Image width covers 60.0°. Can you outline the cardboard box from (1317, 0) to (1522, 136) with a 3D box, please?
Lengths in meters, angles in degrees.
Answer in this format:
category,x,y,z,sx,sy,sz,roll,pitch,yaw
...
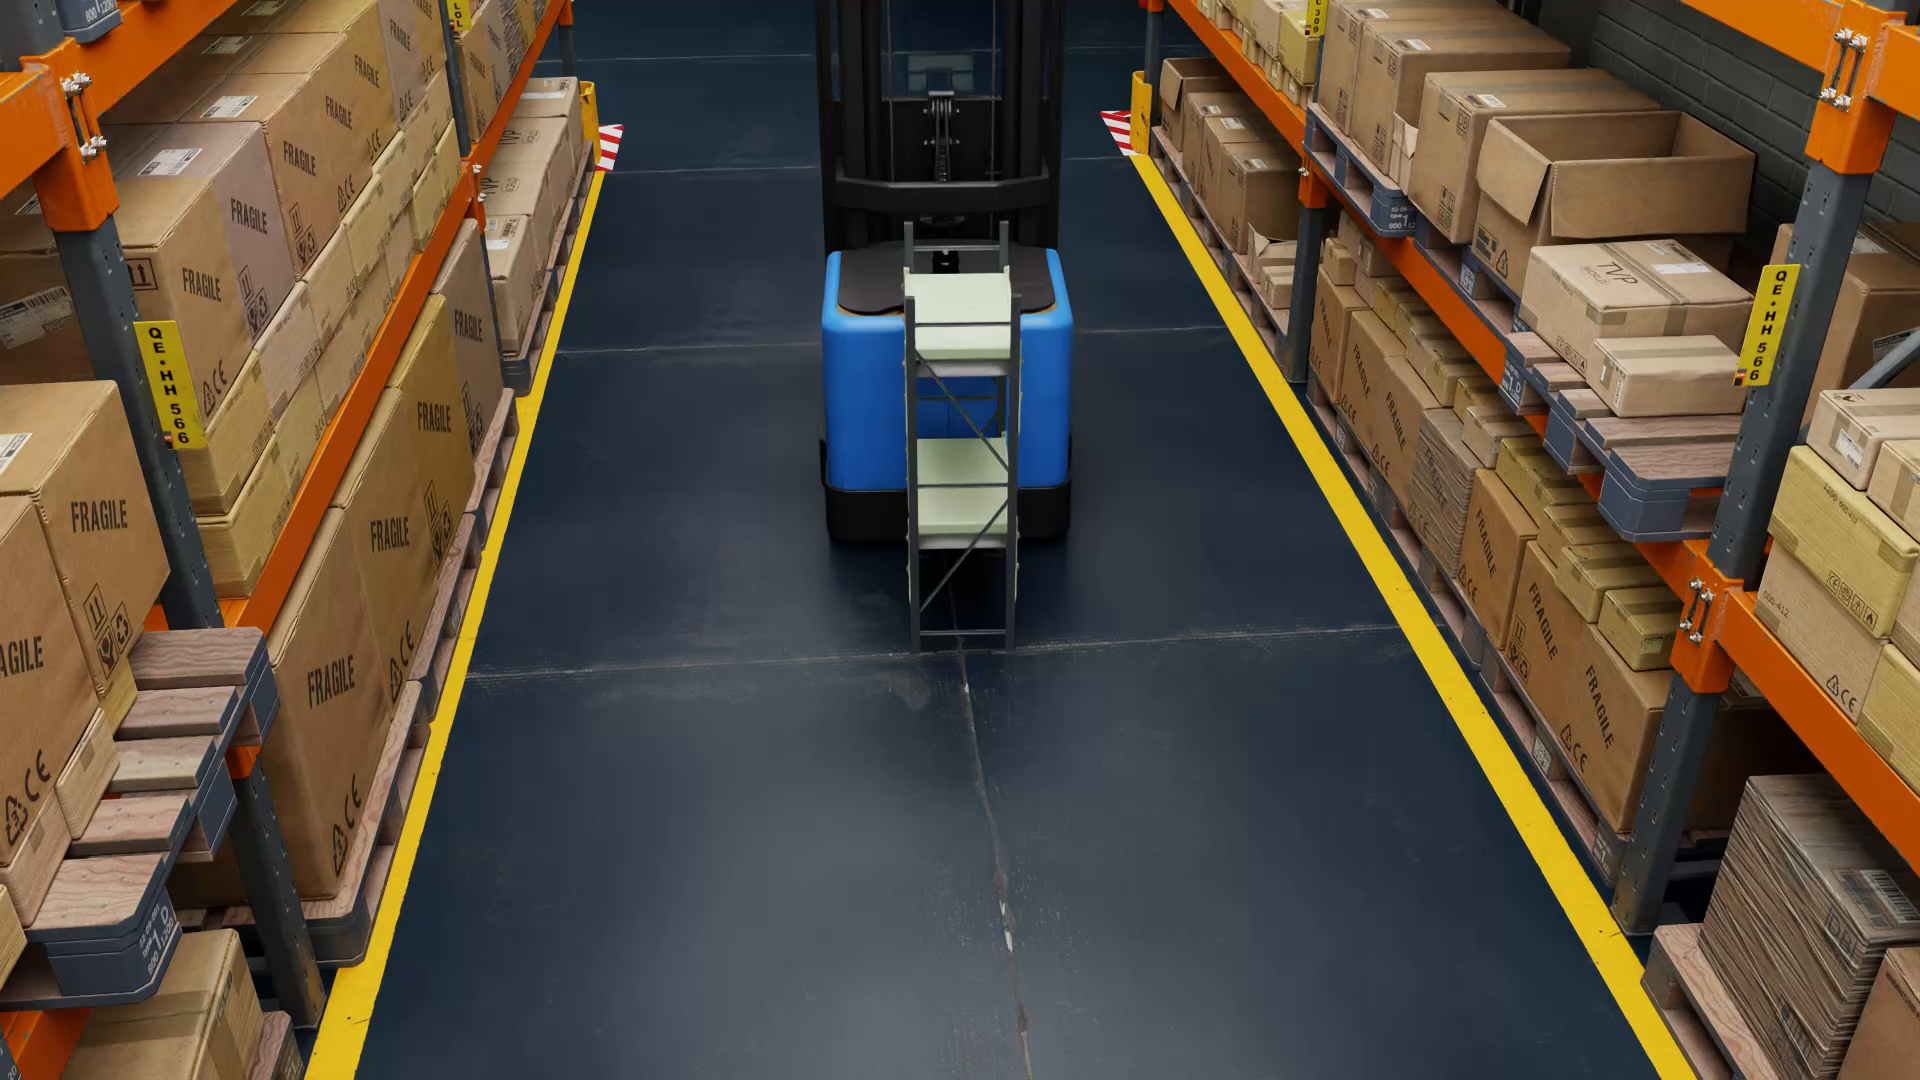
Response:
category,x,y,z,sx,sy,sz,roll,pitch,yaw
cardboard box,2.012,-2.111,7.352,0.700,0.500,0.500,-2,31,-3

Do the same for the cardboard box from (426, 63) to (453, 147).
category,x,y,z,sx,sy,sz,roll,pitch,yaw
cardboard box,-2.469,-1.842,7.068,0.500,0.250,0.500,-3,31,-5

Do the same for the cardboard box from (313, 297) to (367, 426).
category,x,y,z,sx,sy,sz,roll,pitch,yaw
cardboard box,-2.282,-0.590,5.459,0.500,0.250,0.500,-2,31,-3

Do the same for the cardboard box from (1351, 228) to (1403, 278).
category,x,y,z,sx,sy,sz,roll,pitch,yaw
cardboard box,2.030,-1.332,7.661,0.380,0.149,0.250,-4,31,-7

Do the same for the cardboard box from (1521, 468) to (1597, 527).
category,x,y,z,sx,sy,sz,roll,pitch,yaw
cardboard box,2.249,-0.140,5.955,0.380,0.149,0.250,-2,31,-3

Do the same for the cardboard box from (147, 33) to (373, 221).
category,x,y,z,sx,sy,sz,roll,pitch,yaw
cardboard box,-2.313,-1.374,5.553,0.500,0.500,0.500,-2,31,-4

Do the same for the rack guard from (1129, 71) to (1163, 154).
category,x,y,z,sx,sy,sz,roll,pitch,yaw
rack guard,1.823,-3.075,11.911,1.175,0.500,0.348,-3,31,-5

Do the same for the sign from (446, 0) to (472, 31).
category,x,y,z,sx,sy,sz,roll,pitch,yaw
sign,-2.213,-2.400,7.290,0.100,0.325,0.005,-3,31,-5

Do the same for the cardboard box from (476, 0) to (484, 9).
category,x,y,z,sx,sy,sz,roll,pitch,yaw
cardboard box,-2.596,-2.891,8.092,0.500,0.500,0.500,-3,31,-5

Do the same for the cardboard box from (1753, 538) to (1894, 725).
category,x,y,z,sx,sy,sz,roll,pitch,yaw
cardboard box,2.362,0.200,4.137,0.500,0.250,0.500,-3,31,-4

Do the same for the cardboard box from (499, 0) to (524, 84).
category,x,y,z,sx,sy,sz,roll,pitch,yaw
cardboard box,-2.618,-2.712,8.767,0.500,0.500,0.500,-3,31,-4

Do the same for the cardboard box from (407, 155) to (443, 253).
category,x,y,z,sx,sy,sz,roll,pitch,yaw
cardboard box,-2.413,-1.364,6.755,0.500,0.250,0.500,-3,31,-5

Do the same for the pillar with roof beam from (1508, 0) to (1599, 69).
category,x,y,z,sx,sy,sz,roll,pitch,yaw
pillar with roof beam,-1.264,-4.913,6.700,9.100,9.000,0.400,-3,31,-5

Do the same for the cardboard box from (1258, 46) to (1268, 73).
category,x,y,z,sx,sy,sz,roll,pitch,yaw
cardboard box,1.817,-2.587,8.900,0.380,0.149,0.250,-2,31,-3

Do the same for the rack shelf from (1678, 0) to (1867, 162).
category,x,y,z,sx,sy,sz,roll,pitch,yaw
rack shelf,2.377,-2.103,5.622,1.077,0.370,4.000,-3,31,-5

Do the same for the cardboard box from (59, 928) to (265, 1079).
category,x,y,z,sx,sy,sz,roll,pitch,yaw
cardboard box,-2.335,1.374,4.178,0.950,0.372,0.625,-5,31,-8

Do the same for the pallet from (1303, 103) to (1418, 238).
category,x,y,z,sx,sy,sz,roll,pitch,yaw
pallet,2.156,-1.650,7.274,1.003,0.211,1.213,-3,31,-5

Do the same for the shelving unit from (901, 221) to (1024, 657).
category,x,y,z,sx,sy,sz,roll,pitch,yaw
shelving unit,-0.001,-0.384,6.430,0.431,1.500,0.755,-1,31,-2

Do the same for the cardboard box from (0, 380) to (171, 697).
category,x,y,z,sx,sy,sz,roll,pitch,yaw
cardboard box,-2.059,0.005,3.520,0.500,0.500,0.500,-4,31,-6

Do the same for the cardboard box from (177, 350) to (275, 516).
category,x,y,z,sx,sy,sz,roll,pitch,yaw
cardboard box,-2.180,-0.284,4.459,0.500,0.250,0.500,-3,31,-5

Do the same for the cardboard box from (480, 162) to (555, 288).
category,x,y,z,sx,sy,sz,roll,pitch,yaw
cardboard box,-2.788,-1.769,9.375,0.875,0.438,0.875,-4,31,-6

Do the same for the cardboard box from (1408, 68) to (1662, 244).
category,x,y,z,sx,sy,sz,roll,pitch,yaw
cardboard box,2.134,-1.446,6.238,0.700,0.500,0.500,-3,31,-5

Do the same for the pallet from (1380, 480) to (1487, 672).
category,x,y,z,sx,sy,sz,roll,pitch,yaw
pallet,2.420,0.090,6.894,1.003,0.211,1.213,-3,31,-5

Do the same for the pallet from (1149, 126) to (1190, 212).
category,x,y,z,sx,sy,sz,roll,pitch,yaw
pallet,1.898,-2.544,11.304,1.003,0.211,1.213,-3,31,-5

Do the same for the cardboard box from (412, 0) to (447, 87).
category,x,y,z,sx,sy,sz,roll,pitch,yaw
cardboard box,-2.460,-2.162,6.871,0.500,0.500,0.500,-2,31,-3

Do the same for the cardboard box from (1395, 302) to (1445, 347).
category,x,y,z,sx,sy,sz,roll,pitch,yaw
cardboard box,2.136,-0.927,7.273,0.380,0.149,0.250,-3,31,-5

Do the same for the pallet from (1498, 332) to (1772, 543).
category,x,y,z,sx,sy,sz,roll,pitch,yaw
pallet,2.430,-0.363,5.120,1.213,0.211,1.003,-3,31,-5

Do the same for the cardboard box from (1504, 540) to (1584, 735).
category,x,y,z,sx,sy,sz,roll,pitch,yaw
cardboard box,2.274,0.328,5.803,0.500,0.500,0.500,-3,31,-5

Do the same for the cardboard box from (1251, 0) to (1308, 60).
category,x,y,z,sx,sy,sz,roll,pitch,yaw
cardboard box,1.838,-2.712,8.721,0.500,0.250,0.500,-3,31,-4

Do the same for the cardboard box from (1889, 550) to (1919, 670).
category,x,y,z,sx,sy,sz,roll,pitch,yaw
cardboard box,2.407,0.241,3.581,0.500,0.250,0.500,-2,31,-3

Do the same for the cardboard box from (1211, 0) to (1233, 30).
category,x,y,z,sx,sy,sz,roll,pitch,yaw
cardboard box,1.689,-3.105,9.768,0.380,0.149,0.250,-2,31,-3

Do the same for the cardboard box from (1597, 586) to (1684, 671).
category,x,y,z,sx,sy,sz,roll,pitch,yaw
cardboard box,2.265,0.271,5.266,0.380,0.149,0.250,-4,31,-7

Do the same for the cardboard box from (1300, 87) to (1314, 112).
category,x,y,z,sx,sy,sz,roll,pitch,yaw
cardboard box,1.908,-2.188,8.233,0.380,0.149,0.250,-2,31,-4

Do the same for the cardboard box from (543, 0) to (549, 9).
category,x,y,z,sx,sy,sz,roll,pitch,yaw
cardboard box,-2.785,-3.500,10.087,0.500,0.500,0.500,-3,31,-6

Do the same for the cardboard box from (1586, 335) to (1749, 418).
category,x,y,z,sx,sy,sz,roll,pitch,yaw
cardboard box,2.120,-0.492,4.985,0.380,0.149,0.250,-2,31,-4

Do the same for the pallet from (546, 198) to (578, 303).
category,x,y,z,sx,sy,sz,roll,pitch,yaw
pallet,-2.862,-1.725,9.931,1.003,0.211,1.213,-3,31,-5

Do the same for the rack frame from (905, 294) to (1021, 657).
category,x,y,z,sx,sy,sz,roll,pitch,yaw
rack frame,0.011,-0.196,6.116,0.400,1.500,0.023,-1,31,-2

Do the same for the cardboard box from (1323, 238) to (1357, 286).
category,x,y,z,sx,sy,sz,roll,pitch,yaw
cardboard box,1.958,-1.335,7.955,0.380,0.149,0.250,-1,31,-2

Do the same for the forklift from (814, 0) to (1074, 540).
category,x,y,z,sx,sy,sz,roll,pitch,yaw
forklift,-0.097,-1.978,7.703,1.130,2.935,3.031,-1,31,-2

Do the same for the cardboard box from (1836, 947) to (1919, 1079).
category,x,y,z,sx,sy,sz,roll,pitch,yaw
cardboard box,2.677,1.389,3.906,0.875,0.625,0.625,-2,31,-3

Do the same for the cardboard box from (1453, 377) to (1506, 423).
category,x,y,z,sx,sy,sz,roll,pitch,yaw
cardboard box,2.197,-0.535,6.616,0.380,0.149,0.250,-3,31,-4

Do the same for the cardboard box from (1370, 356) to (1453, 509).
category,x,y,z,sx,sy,sz,roll,pitch,yaw
cardboard box,2.113,-0.468,7.137,0.500,0.500,0.500,-4,31,-6

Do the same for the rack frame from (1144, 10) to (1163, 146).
category,x,y,z,sx,sy,sz,roll,pitch,yaw
rack frame,1.816,-4.187,11.335,1.000,3.000,0.127,-3,31,-5

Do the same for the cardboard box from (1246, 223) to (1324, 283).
category,x,y,z,sx,sy,sz,roll,pitch,yaw
cardboard box,1.812,-1.604,9.267,0.396,0.266,0.258,-2,31,-3

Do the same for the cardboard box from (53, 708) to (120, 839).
category,x,y,z,sx,sy,sz,roll,pitch,yaw
cardboard box,-1.948,0.480,3.356,0.380,0.149,0.250,-3,31,-5

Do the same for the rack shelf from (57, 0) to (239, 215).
category,x,y,z,sx,sy,sz,roll,pitch,yaw
rack shelf,-2.565,-1.863,5.221,1.077,0.370,4.000,-3,31,-5

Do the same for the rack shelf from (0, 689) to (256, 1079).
category,x,y,z,sx,sy,sz,roll,pitch,yaw
rack shelf,-2.191,1.467,2.571,1.077,0.370,4.000,-3,31,-5

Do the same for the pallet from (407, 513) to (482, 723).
category,x,y,z,sx,sy,sz,roll,pitch,yaw
pallet,-2.488,0.306,6.531,1.003,0.211,1.213,-3,31,-5

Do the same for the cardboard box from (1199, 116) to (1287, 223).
category,x,y,z,sx,sy,sz,roll,pitch,yaw
cardboard box,1.770,-2.265,10.145,0.500,0.500,0.500,-2,31,-4

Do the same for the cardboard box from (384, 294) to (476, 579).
category,x,y,z,sx,sy,sz,roll,pitch,yaw
cardboard box,-2.522,-0.400,6.657,0.875,0.875,0.875,-2,31,-3

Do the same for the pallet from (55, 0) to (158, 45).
category,x,y,z,sx,sy,sz,roll,pitch,yaw
pallet,-2.491,-1.396,3.921,1.213,0.211,1.003,-1,31,-2

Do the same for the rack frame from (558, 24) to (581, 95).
category,x,y,z,sx,sy,sz,roll,pitch,yaw
rack frame,-3.126,-3.948,10.934,1.000,3.000,0.127,-3,31,-5

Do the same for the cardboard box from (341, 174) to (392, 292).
category,x,y,z,sx,sy,sz,roll,pitch,yaw
cardboard box,-2.295,-1.063,5.763,0.500,0.250,0.500,-2,31,-4

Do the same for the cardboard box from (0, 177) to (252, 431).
category,x,y,z,sx,sy,sz,roll,pitch,yaw
cardboard box,-2.181,-0.599,4.255,0.500,0.500,0.500,-4,31,-6
